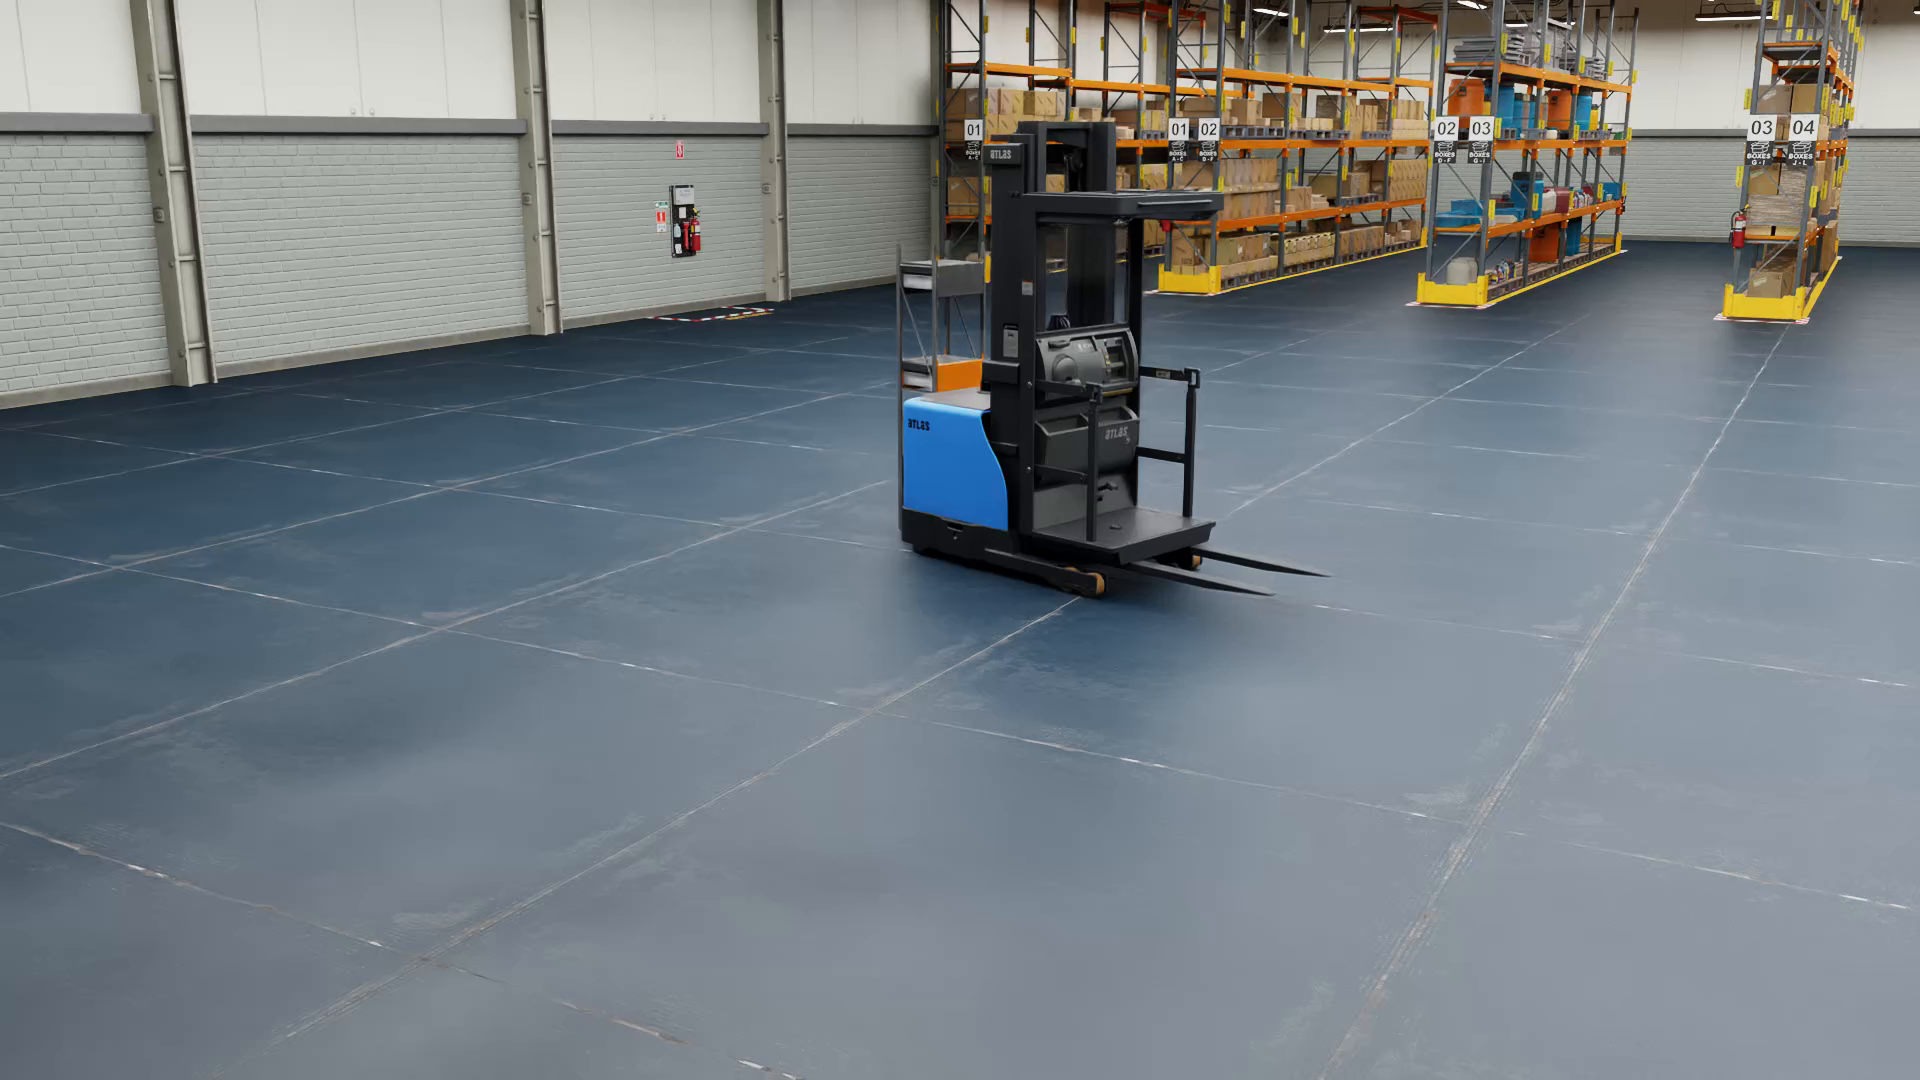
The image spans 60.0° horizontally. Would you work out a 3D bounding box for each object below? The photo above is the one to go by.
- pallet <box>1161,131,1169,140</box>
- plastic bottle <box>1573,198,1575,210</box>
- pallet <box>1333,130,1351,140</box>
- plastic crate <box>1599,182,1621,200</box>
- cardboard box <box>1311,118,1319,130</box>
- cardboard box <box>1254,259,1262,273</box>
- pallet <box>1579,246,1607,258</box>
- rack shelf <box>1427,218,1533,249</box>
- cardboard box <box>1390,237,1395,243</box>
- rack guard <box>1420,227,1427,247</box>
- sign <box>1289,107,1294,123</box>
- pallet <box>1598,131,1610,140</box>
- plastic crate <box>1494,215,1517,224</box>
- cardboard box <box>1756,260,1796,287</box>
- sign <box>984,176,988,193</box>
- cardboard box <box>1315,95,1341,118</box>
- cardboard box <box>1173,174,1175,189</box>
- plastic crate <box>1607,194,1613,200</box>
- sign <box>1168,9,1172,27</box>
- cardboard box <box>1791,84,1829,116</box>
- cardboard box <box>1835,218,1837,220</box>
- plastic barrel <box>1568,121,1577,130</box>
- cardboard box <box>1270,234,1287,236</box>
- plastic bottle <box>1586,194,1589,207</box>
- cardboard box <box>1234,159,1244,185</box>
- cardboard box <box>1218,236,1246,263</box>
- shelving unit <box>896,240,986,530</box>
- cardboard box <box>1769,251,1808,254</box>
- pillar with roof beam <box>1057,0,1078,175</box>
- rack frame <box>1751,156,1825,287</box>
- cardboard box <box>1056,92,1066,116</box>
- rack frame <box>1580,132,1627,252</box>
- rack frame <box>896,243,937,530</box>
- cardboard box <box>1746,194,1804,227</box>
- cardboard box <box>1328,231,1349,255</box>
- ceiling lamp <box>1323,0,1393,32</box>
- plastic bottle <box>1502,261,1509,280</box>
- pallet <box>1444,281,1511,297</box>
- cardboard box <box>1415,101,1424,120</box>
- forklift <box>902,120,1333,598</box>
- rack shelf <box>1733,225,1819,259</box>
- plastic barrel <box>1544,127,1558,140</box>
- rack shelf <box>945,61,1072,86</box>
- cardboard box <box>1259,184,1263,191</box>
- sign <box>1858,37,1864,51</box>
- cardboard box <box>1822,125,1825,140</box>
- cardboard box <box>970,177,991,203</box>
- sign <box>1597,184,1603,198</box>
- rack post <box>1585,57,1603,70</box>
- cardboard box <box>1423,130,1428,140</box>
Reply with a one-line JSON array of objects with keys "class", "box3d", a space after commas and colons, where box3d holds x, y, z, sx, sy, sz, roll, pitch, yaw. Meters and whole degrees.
[{"class": "pallet", "box3d": [4.712, -10.142, 41.703, 1.003, 0.211, 1.213, 8, 16, 31]}, {"class": "plastic bottle", "box3d": [13.601, -7.485, 36.954, 0.097, 0.271, 0.097, 0, 14, 0]}, {"class": "pallet", "box3d": [7.998, -9.064, 37.232, 1.213, 0.211, 1.003, 8, 16, 31]}, {"class": "plastic crate", "box3d": [16.451, -8.883, 42.274, 0.616, 0.435, 0.499, 7, 15, 28]}, {"class": "cardboard box", "box3d": [7.553, -9.111, 36.449, 0.500, 0.250, 0.500, 7, 15, 27]}, {"class": "cardboard box", "box3d": [5.802, -5.568, 33.700, 0.500, 0.250, 0.500, 7, 15, 28]}, {"class": "pallet", "box3d": [15.426, -7.156, 41.267, 1.003, 0.211, 1.213, 7, 15, 28]}, {"class": "rack shelf", "box3d": [9.681, -5.704, 30.829, 1.077, 0.370, 4.000, 7, 15, 28]}, {"class": "cardboard box", "box3d": [10.983, -7.744, 42.862, 0.380, 0.166, 0.250, 7, 15, 28]}, {"class": "rack guard", "box3d": [12.078, -8.257, 45.218, 1.175, 0.500, 0.348, 7, 15, 28]}, {"class": "sign", "box3d": [6.800, -8.712, 34.096, 0.100, 0.325, 0.005, 7, 15, 28]}, {"class": "pallet", "box3d": [14.222, -9.300, 38.212, 1.213, 0.211, 1.003, 7, 15, 28]}, {"class": "plastic crate", "box3d": [10.085, -5.974, 30.976, 0.530, 0.136, 0.437, 7, 15, 28]}, {"class": "cardboard box", "box3d": [14.485, -4.696, 29.550, 0.500, 0.500, 0.500, -12, 18, -41]}, {"class": "sign", "box3d": [0.517, -7.125, 33.342, 0.100, 0.325, 0.005, 7, 15, 28]}, {"class": "cardboard box", "box3d": [8.464, -9.928, 38.069, 0.500, 0.500, 0.500, 7, 15, 28]}, {"class": "cardboard box", "box3d": [5.115, -8.997, 42.060, 0.500, 0.500, 0.500, 8, 16, 30]}, {"class": "plastic crate", "box3d": [16.213, -8.639, 41.903, 0.396, 0.136, 0.243, 7, 15, 28]}, {"class": "sign", "box3d": [3.912, -9.679, 30.818, 0.100, 0.325, 0.005, 7, 15, 28]}, {"class": "cardboard box", "box3d": [14.004, -7.251, 27.394, 0.500, 0.500, 0.500, 7, 15, 28]}, {"class": "cardboard box", "box3d": [20.106, -7.209, 39.174, 0.875, 0.875, 0.875, 7, 15, 28]}, {"class": "plastic barrel", "box3d": [13.295, -9.063, 36.261, 0.294, 0.245, 0.294, 0, 14, 0]}, {"class": "cardboard box", "box3d": [6.994, -6.594, 36.759, 0.500, 0.311, 0.500, 7, 15, 27]}, {"class": "plastic bottle", "box3d": [14.536, -7.879, 38.562, 0.061, 0.283, 0.133, 7, 15, 28]}, {"class": "cardboard box", "box3d": [5.135, -7.202, 32.525, 0.700, 0.500, 0.500, 7, 15, 28]}, {"class": "cardboard box", "box3d": [5.304, -5.729, 32.768, 0.500, 0.500, 0.500, 7, 15, 28]}, {"class": "shelving unit", "box3d": [-0.136, -1.109, 12.155, 0.503, 2.100, 0.431, -13, 19, -43]}, {"class": "cardboard box", "box3d": [15.817, -5.236, 31.746, 0.700, 0.500, 0.500, 6, 15, 23]}, {"class": "pillar with roof beam", "box3d": [6.292, -10.667, 37.080, 9.100, 9.000, 0.400, 7, 15, 28]}, {"class": "rack frame", "box3d": [14.984, -5.903, 30.119, 1.000, 3.000, 0.127, 7, 15, 28]}, {"class": "cardboard box", "box3d": [1.971, -9.456, 36.066, 0.500, 0.500, 0.500, 6, 15, 23]}, {"class": "rack frame", "box3d": [16.449, -8.926, 42.658, 1.000, 3.000, 0.127, 7, 15, 28]}, {"class": "rack frame", "box3d": [-0.308, -1.069, 11.988, 0.015, 2.100, 0.400, -13, 19, -43]}, {"class": "cardboard box", "box3d": [13.340, -5.385, 27.123, 0.875, 0.500, 0.500, 7, 15, 28]}, {"class": "cardboard box", "box3d": [8.718, -6.906, 38.676, 0.500, 0.500, 0.500, 8, 16, 30]}, {"class": "ceiling lamp", "box3d": [11.285, -16.067, 47.024, 2.000, 3.185, 0.800, 7, 15, 28]}, {"class": "plastic bottle", "box3d": [10.340, -5.120, 31.583, 0.144, 0.351, 0.185, 7, 15, 28]}, {"class": "pallet", "box3d": [9.698, -4.724, 31.179, 1.003, 0.211, 1.213, 7, 15, 28]}, {"class": "cardboard box", "box3d": [11.881, -11.374, 44.064, 0.700, 0.500, 0.500, 7, 15, 28]}, {"class": "forklift", "box3d": [0.988, -1.193, 10.729, 1.130, 2.935, 3.031, -13, 19, -43]}, {"class": "rack shelf", "box3d": [14.017, -5.143, 28.501, 1.077, 0.370, 4.000, 7, 15, 28]}, {"class": "plastic barrel", "box3d": [12.171, -8.388, 34.323, 0.301, 0.262, 0.301, 0, 14, 0]}, {"class": "rack shelf", "box3d": [1.009, -9.741, 34.782, 1.077, 0.370, 4.000, 7, 15, 28]}, {"class": "cardboard box", "box3d": [5.876, -7.101, 33.492, 0.380, 0.149, 0.250, 7, 15, 28]}, {"class": "sign", "box3d": [21.253, -11.710, 39.242, 0.100, 0.325, 0.005, 7, 15, 28]}, {"class": "cardboard box", "box3d": [14.243, -6.852, 27.976, 0.500, 0.250, 0.500, 8, 16, 30]}, {"class": "cardboard box", "box3d": [0.536, -7.131, 33.890, 0.500, 0.500, 0.500, 7, 15, 28]}, {"class": "sign", "box3d": [14.996, -8.177, 38.962, 0.100, 0.325, 0.005, 7, 15, 28]}, {"class": "rack post", "box3d": [14.081, -10.816, 37.858, 0.937, 0.300, 0.954, 7, 15, 27]}, {"class": "cardboard box", "box3d": [12.097, -10.738, 44.094, 0.500, 0.250, 0.500, 7, 15, 28]}]
